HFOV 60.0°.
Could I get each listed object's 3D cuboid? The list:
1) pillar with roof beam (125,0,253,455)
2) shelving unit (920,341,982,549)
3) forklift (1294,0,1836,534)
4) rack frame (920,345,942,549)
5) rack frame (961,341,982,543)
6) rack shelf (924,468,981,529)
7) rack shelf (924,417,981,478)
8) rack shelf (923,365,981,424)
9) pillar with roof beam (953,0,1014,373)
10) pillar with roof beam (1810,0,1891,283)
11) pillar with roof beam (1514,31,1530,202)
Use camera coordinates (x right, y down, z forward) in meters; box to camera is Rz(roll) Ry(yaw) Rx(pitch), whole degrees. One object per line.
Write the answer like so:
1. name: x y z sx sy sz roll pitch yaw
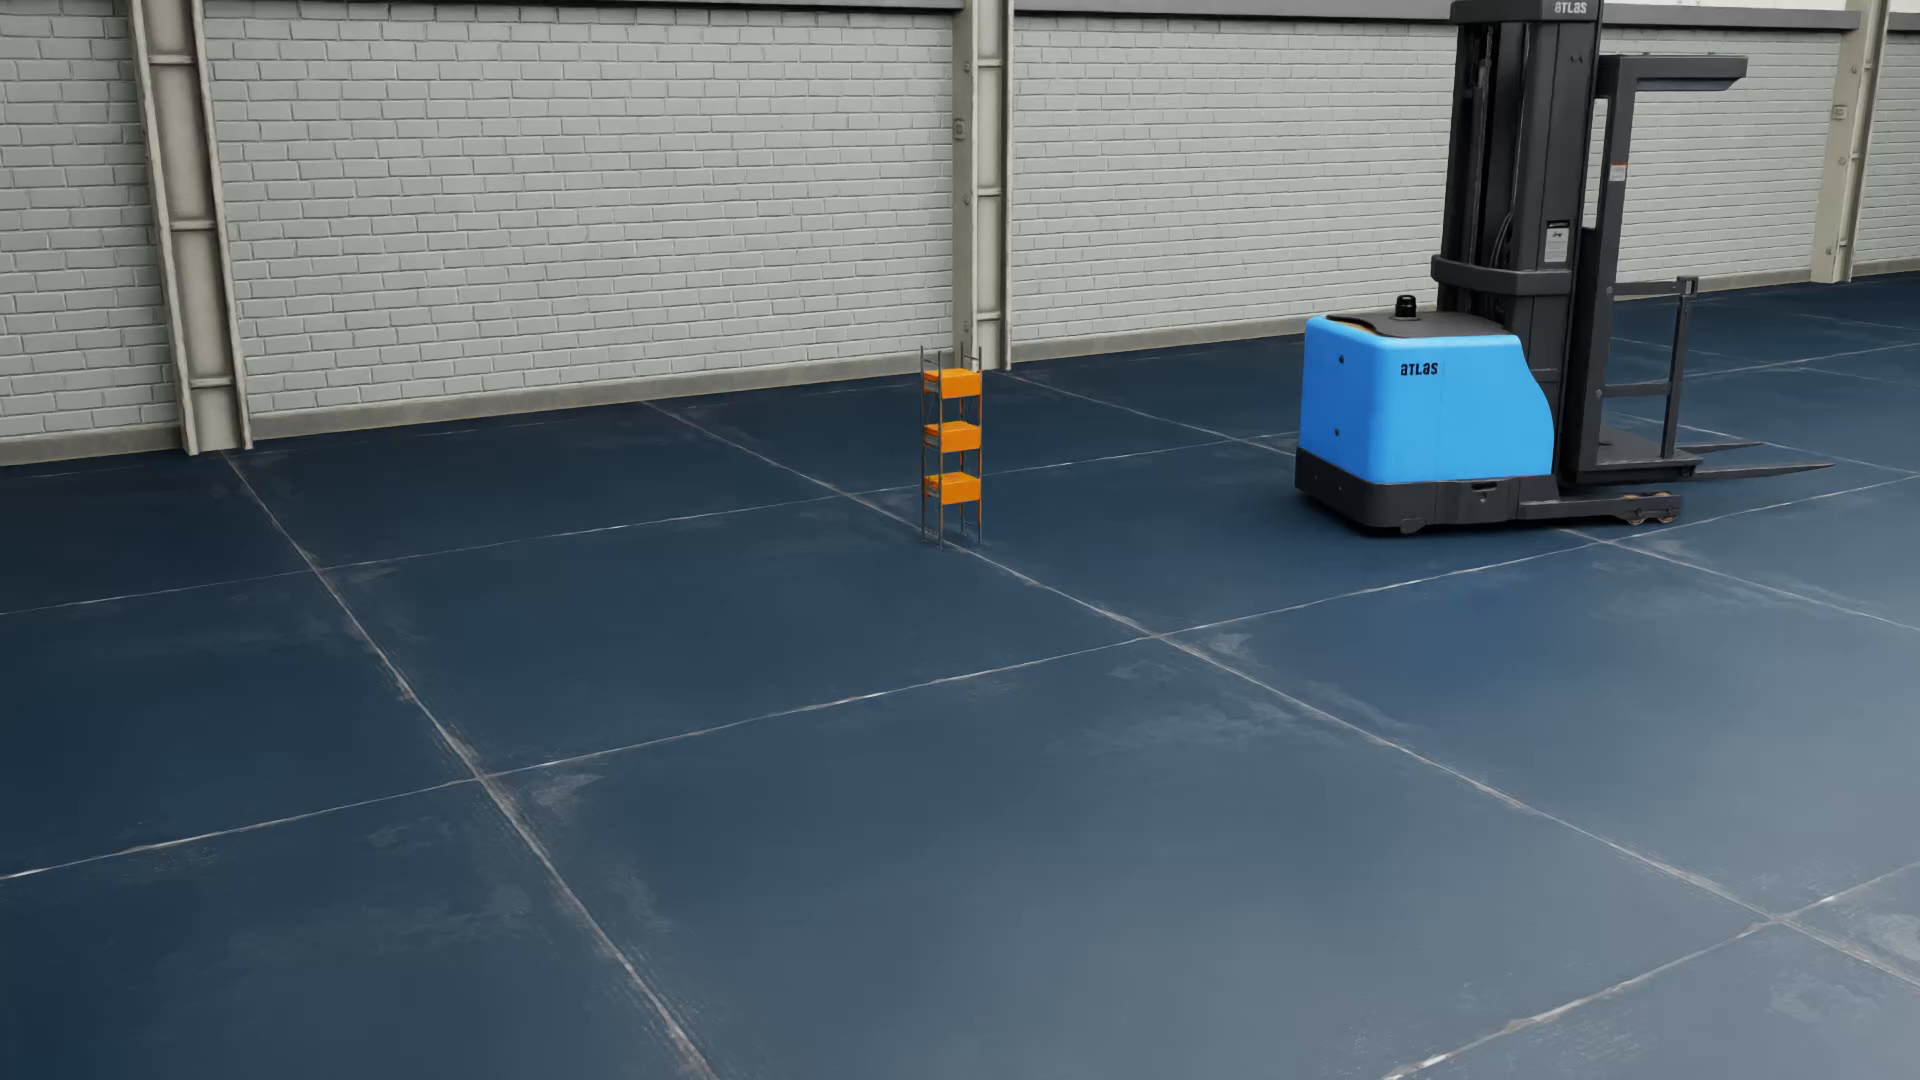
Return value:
1. pillar with roof beam: -2.739 -3.953 6.340 0.400 9.000 9.100 -9 18 -30
2. shelving unit: -0.046 -0.498 8.742 0.252 1.050 0.215 -9 18 -30
3. forklift: 3.537 -1.632 9.301 3.031 2.935 1.130 -4 16 -13
4. rack frame: -0.150 -0.481 8.681 0.008 1.050 0.200 -9 18 -30
5. rack frame: 0.059 -0.515 8.802 0.008 1.050 0.200 -9 18 -30
6. rack shelf: -0.046 -0.220 8.819 0.240 0.259 0.215 -9 18 -30
7. rack shelf: -0.046 -0.488 8.744 0.240 0.259 0.215 -9 18 -30
8. rack shelf: -0.046 -0.761 8.668 0.240 0.259 0.215 -9 18 -30
9. pillar with roof beam: 2.404 -4.787 9.316 0.400 9.000 9.100 -9 18 -30
10. pillar with roof beam: 12.690 -6.455 15.266 0.400 9.000 9.100 -9 18 -30
11. pillar with roof beam: 7.547 -5.621 12.291 0.400 9.000 9.100 -9 18 -30
